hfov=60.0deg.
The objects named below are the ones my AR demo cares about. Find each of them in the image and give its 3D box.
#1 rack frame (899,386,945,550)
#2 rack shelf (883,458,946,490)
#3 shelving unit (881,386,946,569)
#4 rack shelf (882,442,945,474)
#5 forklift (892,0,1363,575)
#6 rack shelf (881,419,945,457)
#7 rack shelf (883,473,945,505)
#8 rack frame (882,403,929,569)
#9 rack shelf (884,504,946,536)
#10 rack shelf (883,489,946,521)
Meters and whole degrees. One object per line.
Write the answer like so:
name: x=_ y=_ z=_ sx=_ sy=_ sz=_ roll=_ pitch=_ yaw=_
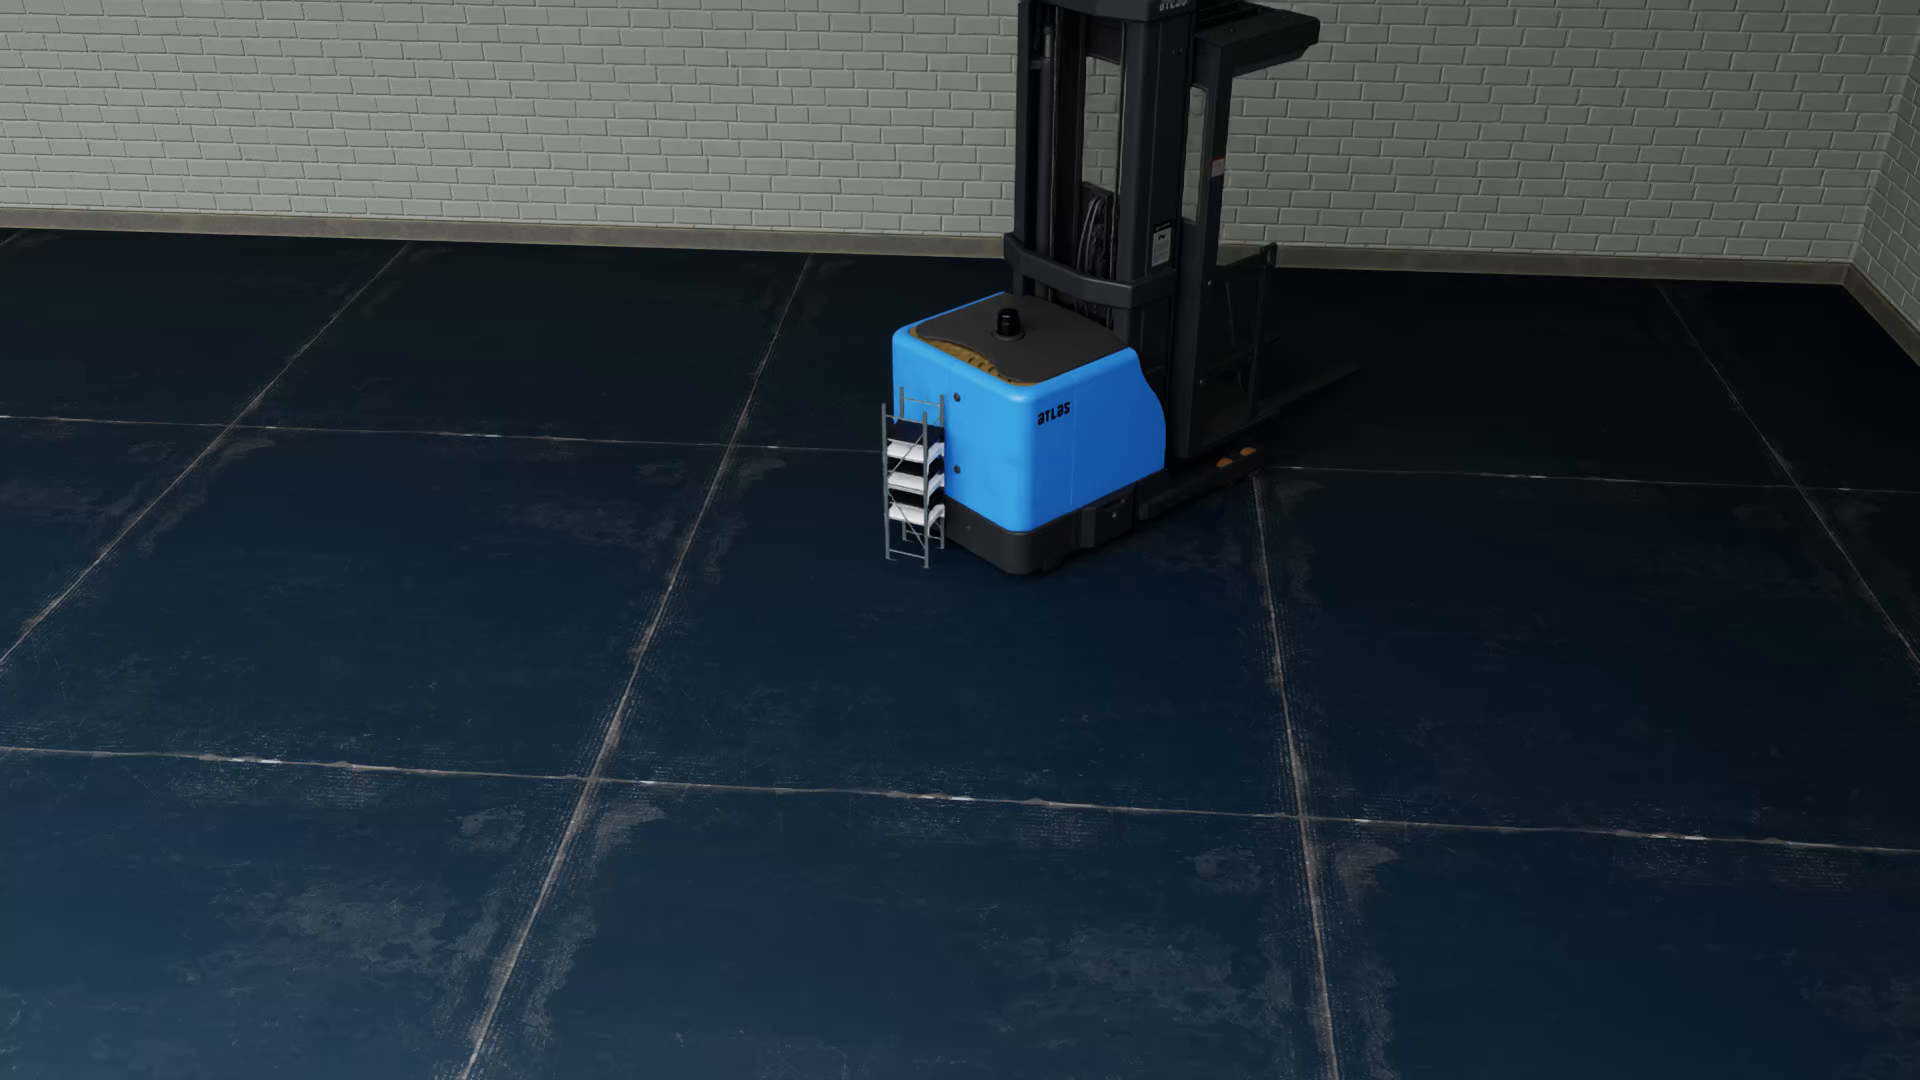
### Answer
rack frame: x=-0.191 y=-0.357 z=8.472 sx=0.240 sy=0.900 sz=0.006 roll=13 pitch=34 yaw=20
rack shelf: x=-0.231 y=-0.357 z=8.363 sx=0.258 sy=0.077 sz=0.200 roll=13 pitch=34 yaw=20
shelving unit: x=-0.231 y=-0.308 z=8.393 sx=0.258 sy=0.900 sz=0.210 roll=13 pitch=34 yaw=20
rack shelf: x=-0.231 y=-0.433 z=8.316 sx=0.258 sy=0.077 sz=0.200 roll=13 pitch=34 yaw=20
forklift: x=1.078 y=-1.721 z=8.749 sx=3.031 sy=2.935 sz=1.130 roll=-25 pitch=39 yaw=-34
rack shelf: x=-0.231 y=-0.510 z=8.269 sx=0.258 sy=0.077 sz=0.200 roll=13 pitch=34 yaw=20
rack shelf: x=-0.231 y=-0.280 z=8.410 sx=0.258 sy=0.077 sz=0.200 roll=13 pitch=34 yaw=20
rack frame: x=-0.271 y=-0.259 z=8.313 sx=0.240 sy=0.900 sz=0.006 roll=13 pitch=34 yaw=20
rack shelf: x=-0.231 y=-0.127 z=8.505 sx=0.258 sy=0.077 sz=0.200 roll=13 pitch=34 yaw=20
rack shelf: x=-0.231 y=-0.203 z=8.457 sx=0.258 sy=0.077 sz=0.200 roll=13 pitch=34 yaw=20
